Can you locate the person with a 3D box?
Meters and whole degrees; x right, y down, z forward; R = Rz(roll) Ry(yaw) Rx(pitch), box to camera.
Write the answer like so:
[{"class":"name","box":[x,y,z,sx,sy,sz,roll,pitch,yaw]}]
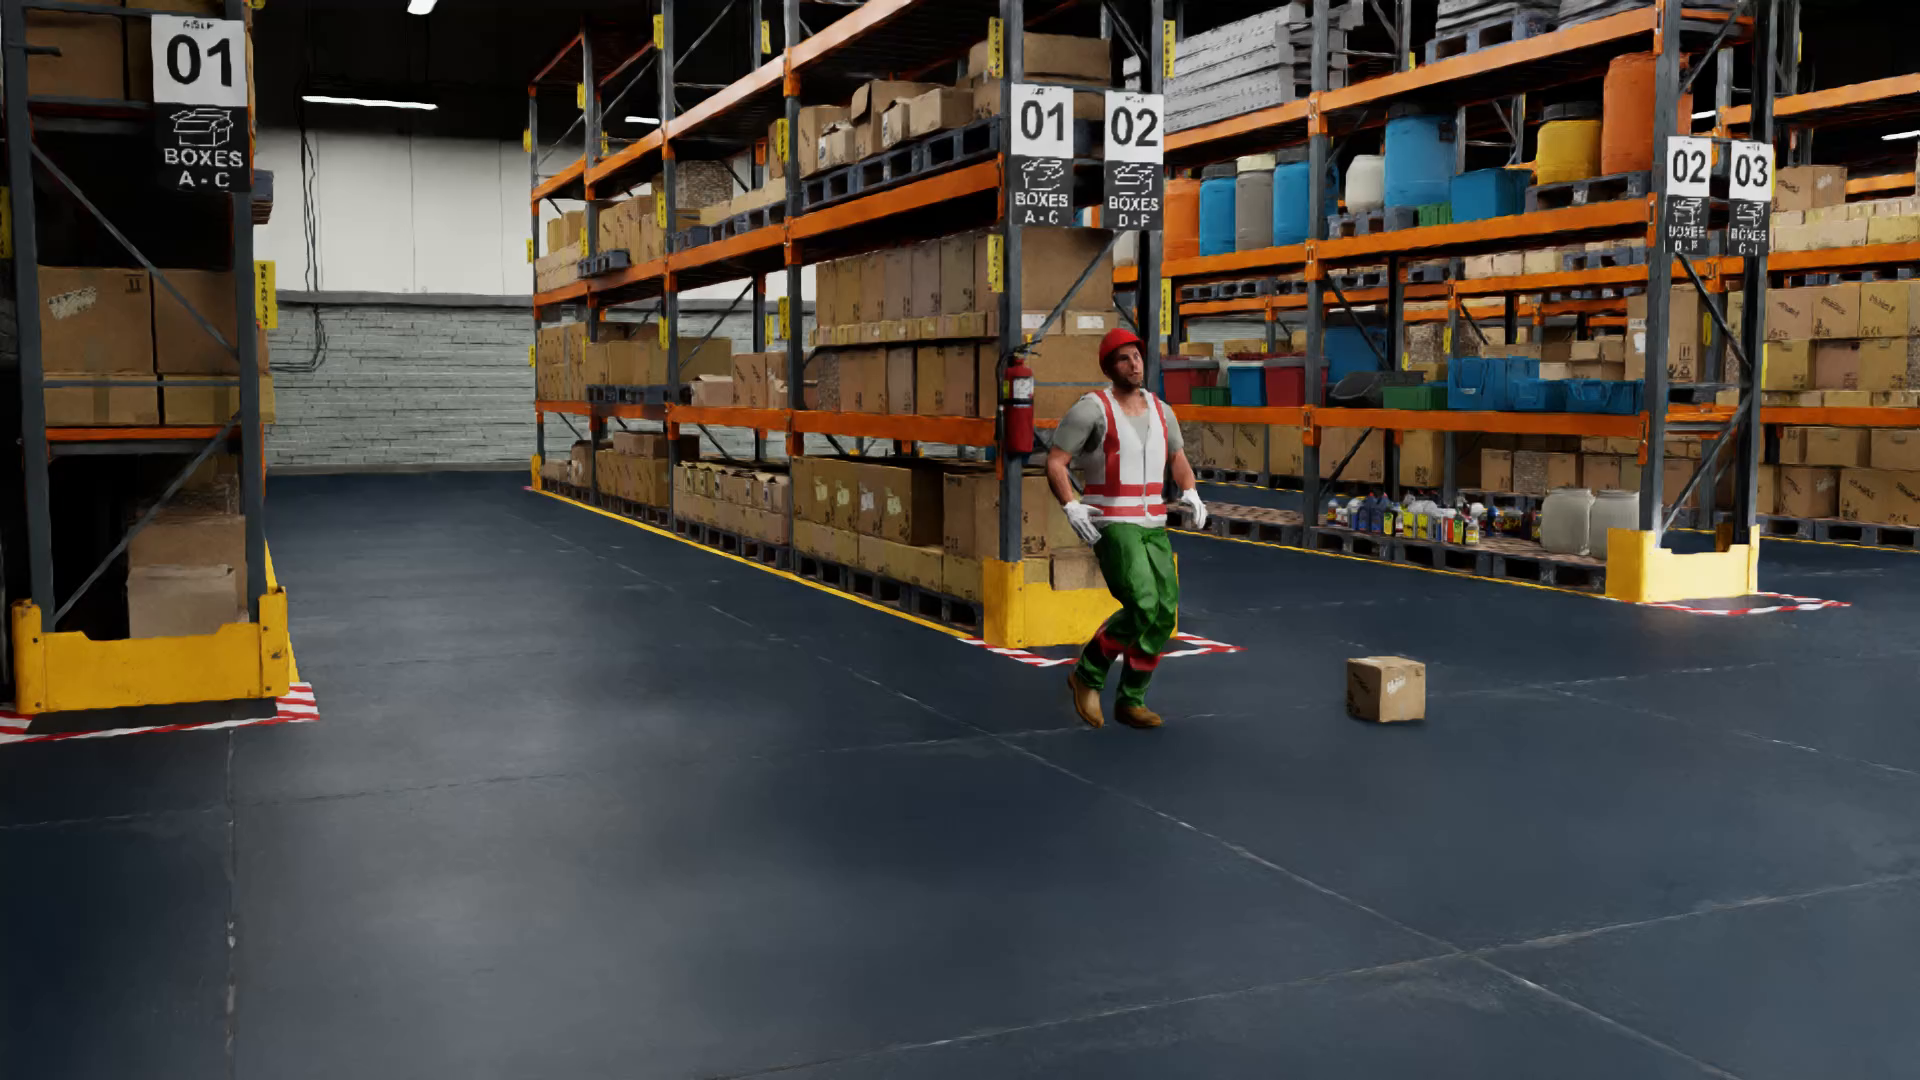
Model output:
[{"class":"person","box":[0.772,-0.048,7.277,0.711,1.752,0.513,-4,7,-38]}]
